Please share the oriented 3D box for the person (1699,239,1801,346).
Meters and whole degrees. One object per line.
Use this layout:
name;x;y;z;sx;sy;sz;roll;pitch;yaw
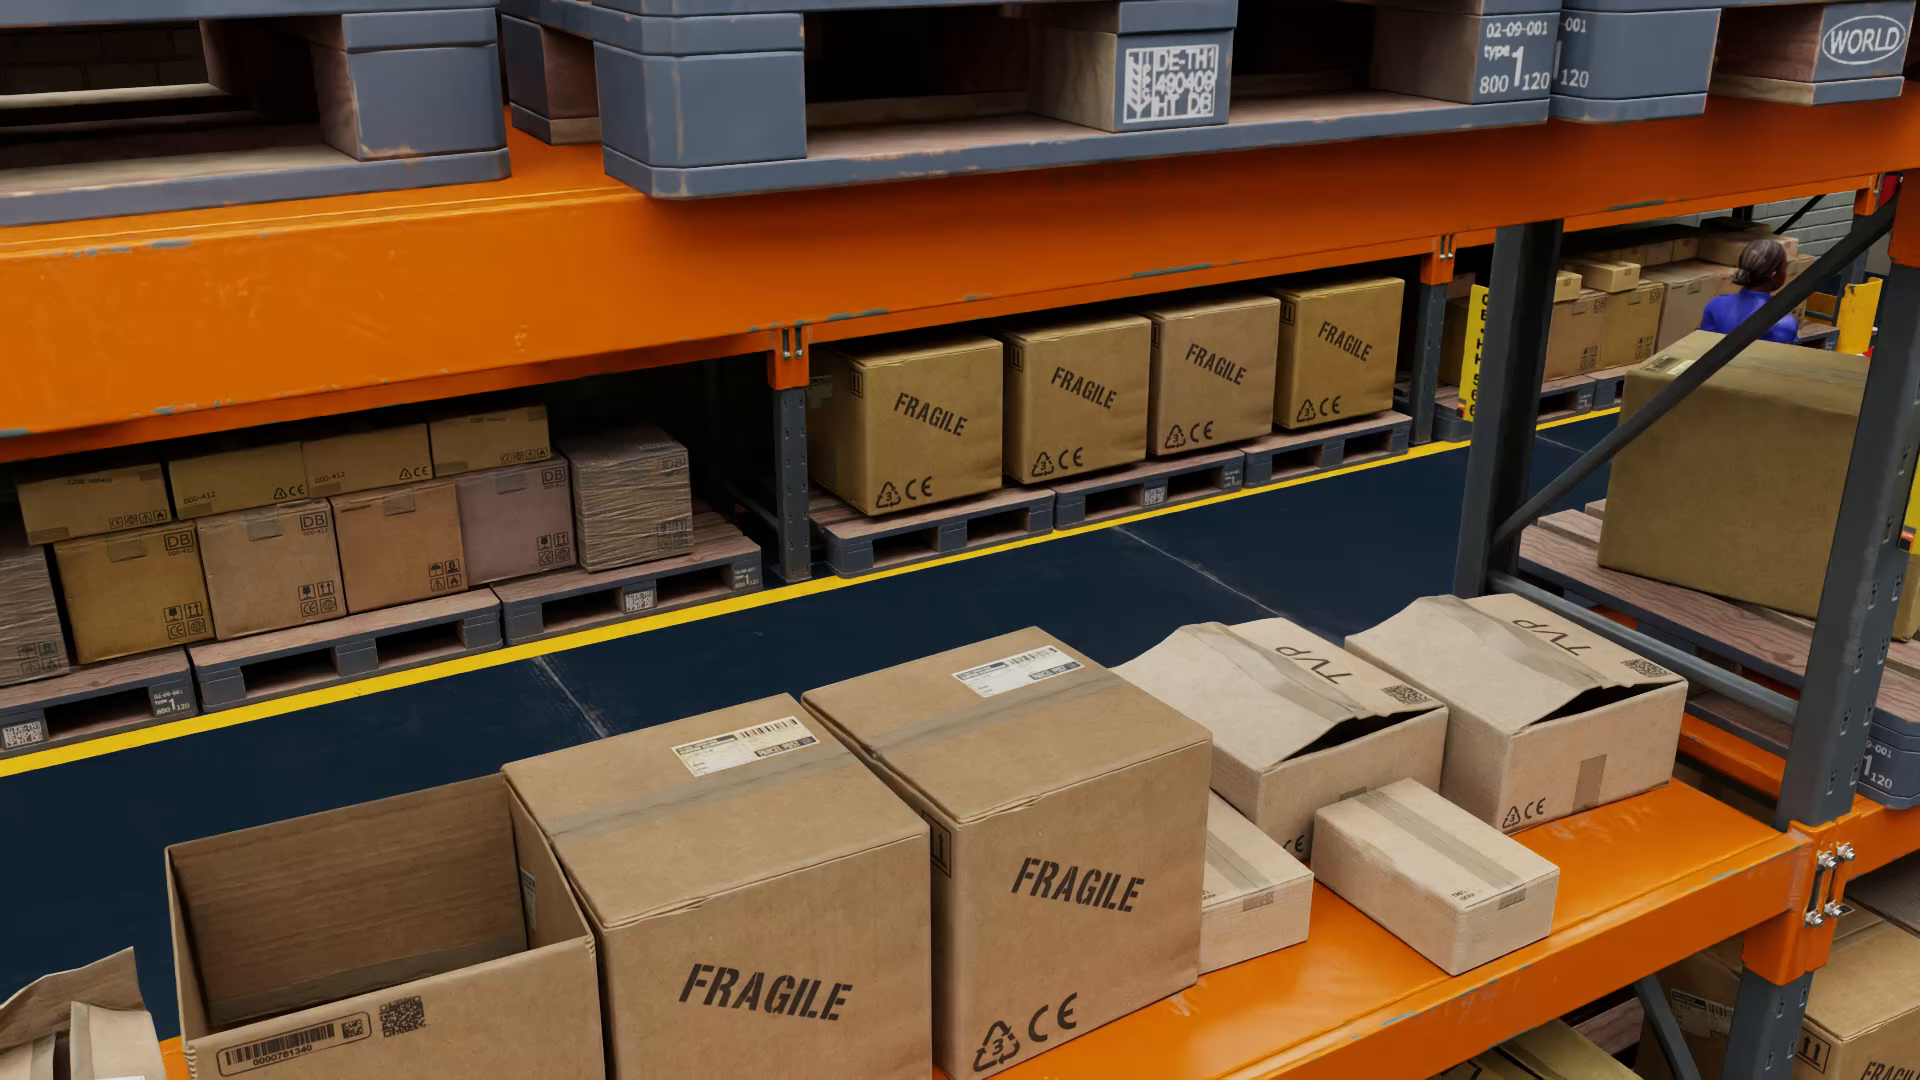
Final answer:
person;3.431;-0.483;7.285;0.488;1.694;0.492;-10;24;-23
